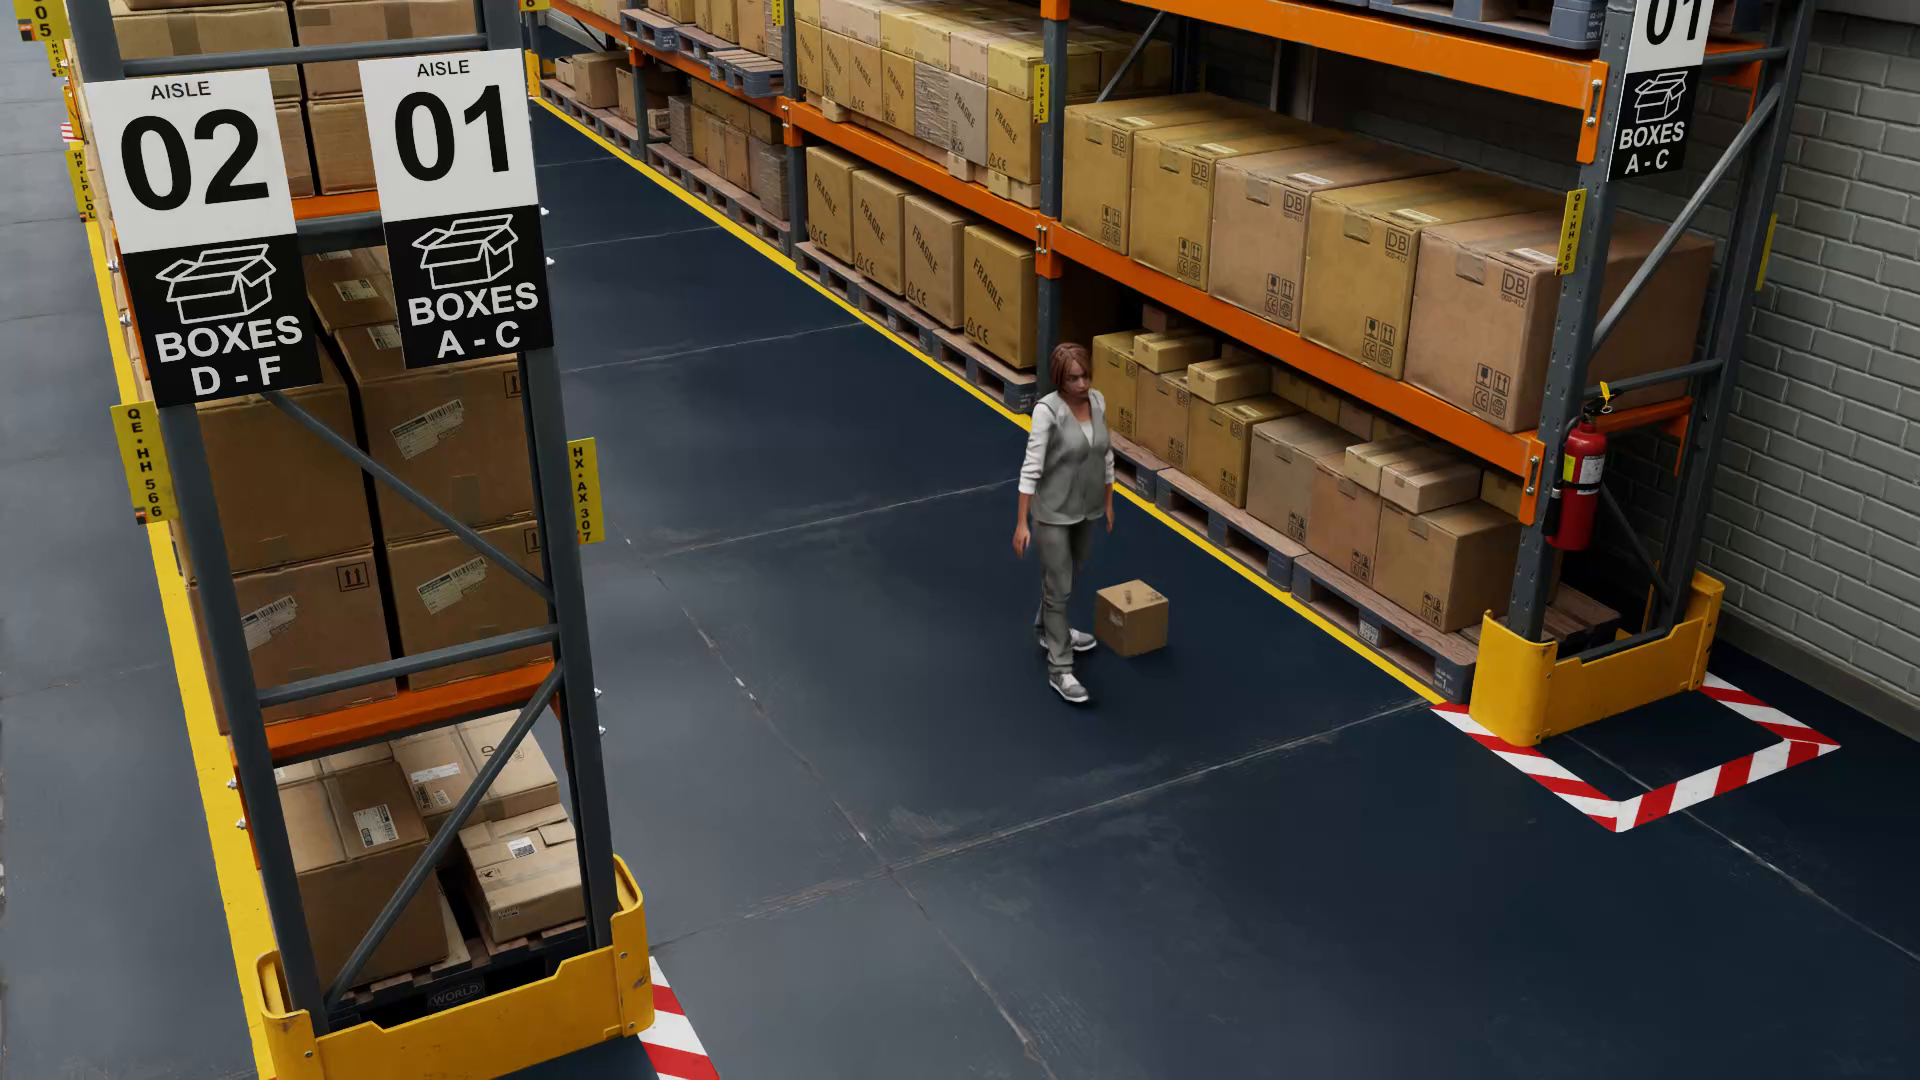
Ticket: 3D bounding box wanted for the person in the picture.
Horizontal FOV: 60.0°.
[{"bbox_3d":[0.467,-0.099,7.293,0.591,1.584,0.564,-19,32,-34],"label":"person"}]
